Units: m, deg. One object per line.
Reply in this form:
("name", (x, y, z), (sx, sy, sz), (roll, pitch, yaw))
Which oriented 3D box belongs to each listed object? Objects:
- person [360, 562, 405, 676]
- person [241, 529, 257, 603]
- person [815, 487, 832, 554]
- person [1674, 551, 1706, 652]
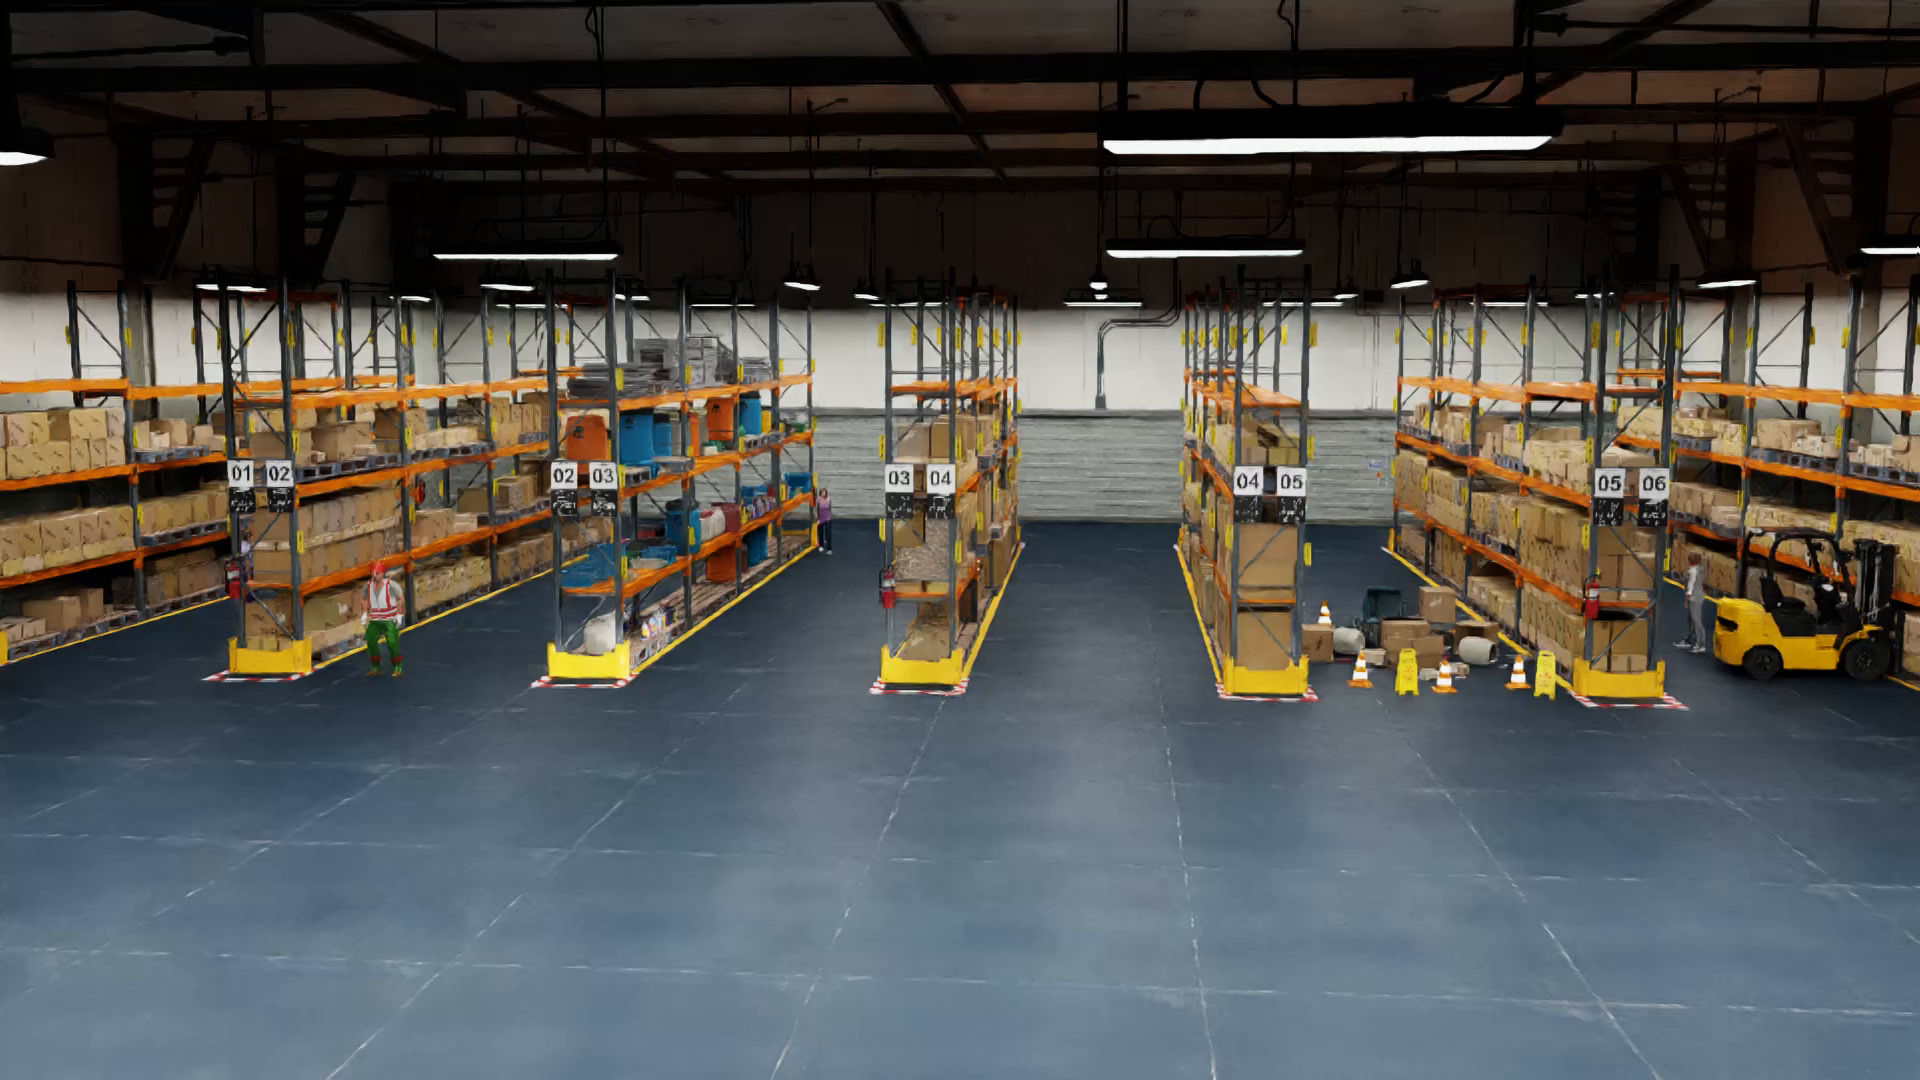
("person", (-8.523, 1.174, 24.535), (0.677, 1.742, 0.552), (0, 7, 4))
("person", (-12.478, 0.636, 29.248), (0.430, 1.639, 0.530), (-3, 8, -24))
("person", (-3.173, -0.465, 38.671), (0.411, 1.534, 0.957), (0, 7, -3))
("person", (11.743, 0.966, 26.665), (0.527, 1.592, 0.522), (5, 9, 36))
